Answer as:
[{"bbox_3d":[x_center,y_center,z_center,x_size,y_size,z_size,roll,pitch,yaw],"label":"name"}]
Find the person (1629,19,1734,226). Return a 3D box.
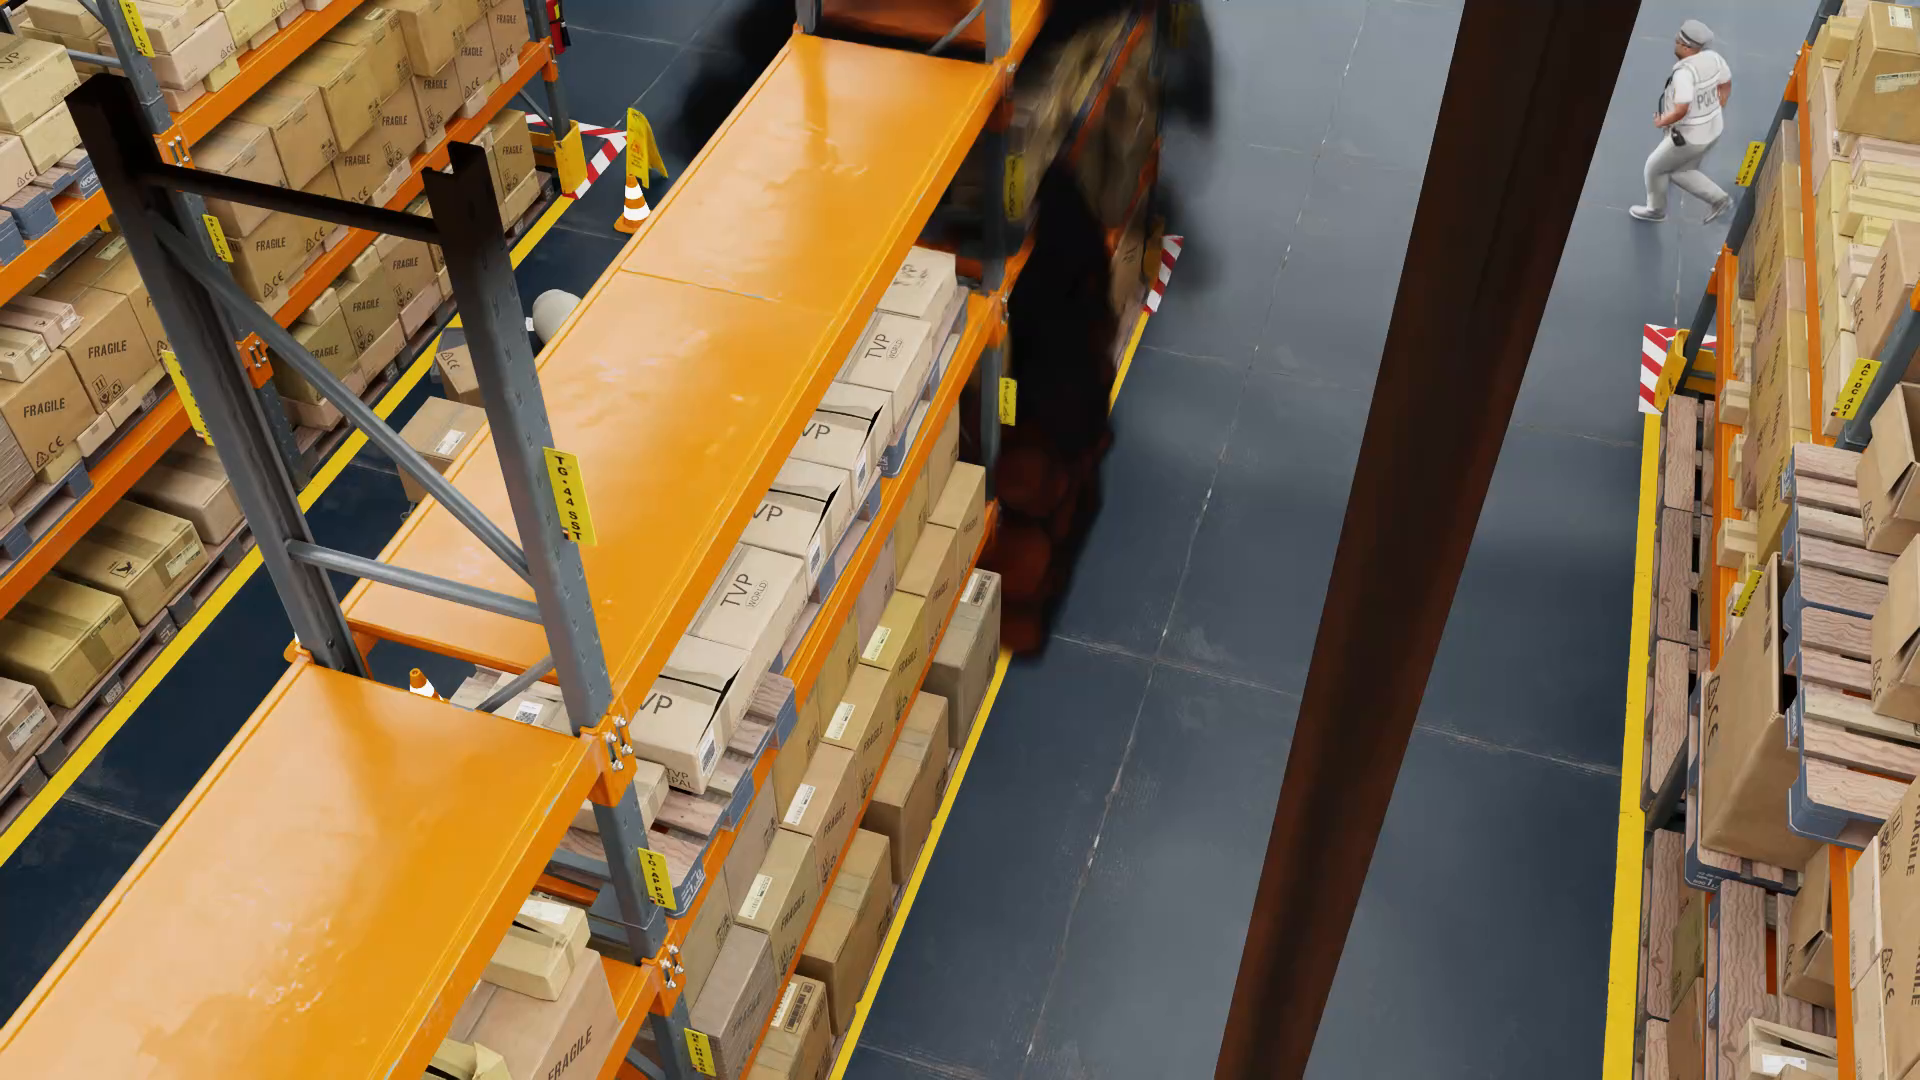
[{"bbox_3d":[5.747,-3.123,12.973,0.856,1.719,0.659,35,55,29],"label":"person"}]
